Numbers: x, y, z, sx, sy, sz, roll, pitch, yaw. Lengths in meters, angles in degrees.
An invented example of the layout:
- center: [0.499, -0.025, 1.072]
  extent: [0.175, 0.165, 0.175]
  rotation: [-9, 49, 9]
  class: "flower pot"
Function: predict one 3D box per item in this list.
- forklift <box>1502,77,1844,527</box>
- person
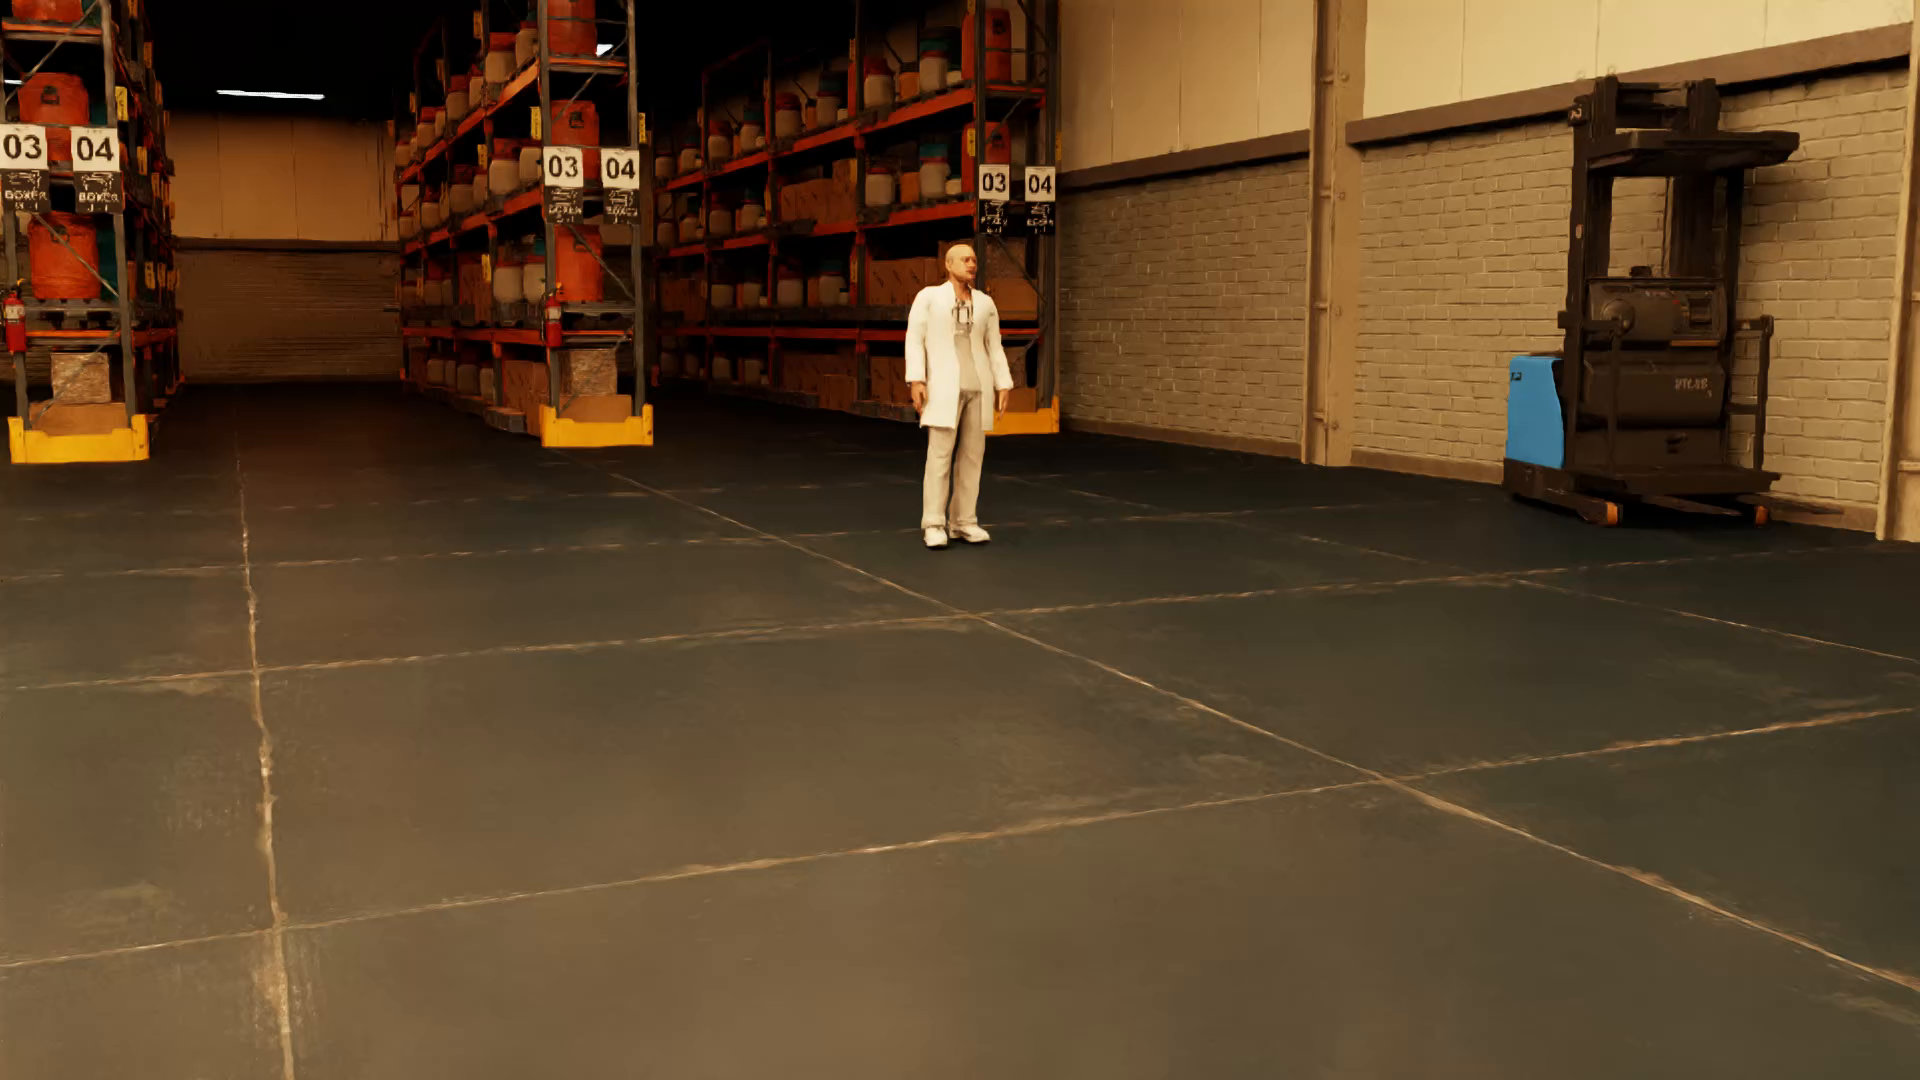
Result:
- center: [4.684, -1.579, 10.921]
  extent: [1.130, 2.935, 3.031]
  rotation: [0, 8, -4]
  class: "forklift"
- center: [0.033, -0.877, 9.951]
  extent: [0.694, 1.776, 0.577]
  rotation: [-3, 8, -23]
  class: "person"
